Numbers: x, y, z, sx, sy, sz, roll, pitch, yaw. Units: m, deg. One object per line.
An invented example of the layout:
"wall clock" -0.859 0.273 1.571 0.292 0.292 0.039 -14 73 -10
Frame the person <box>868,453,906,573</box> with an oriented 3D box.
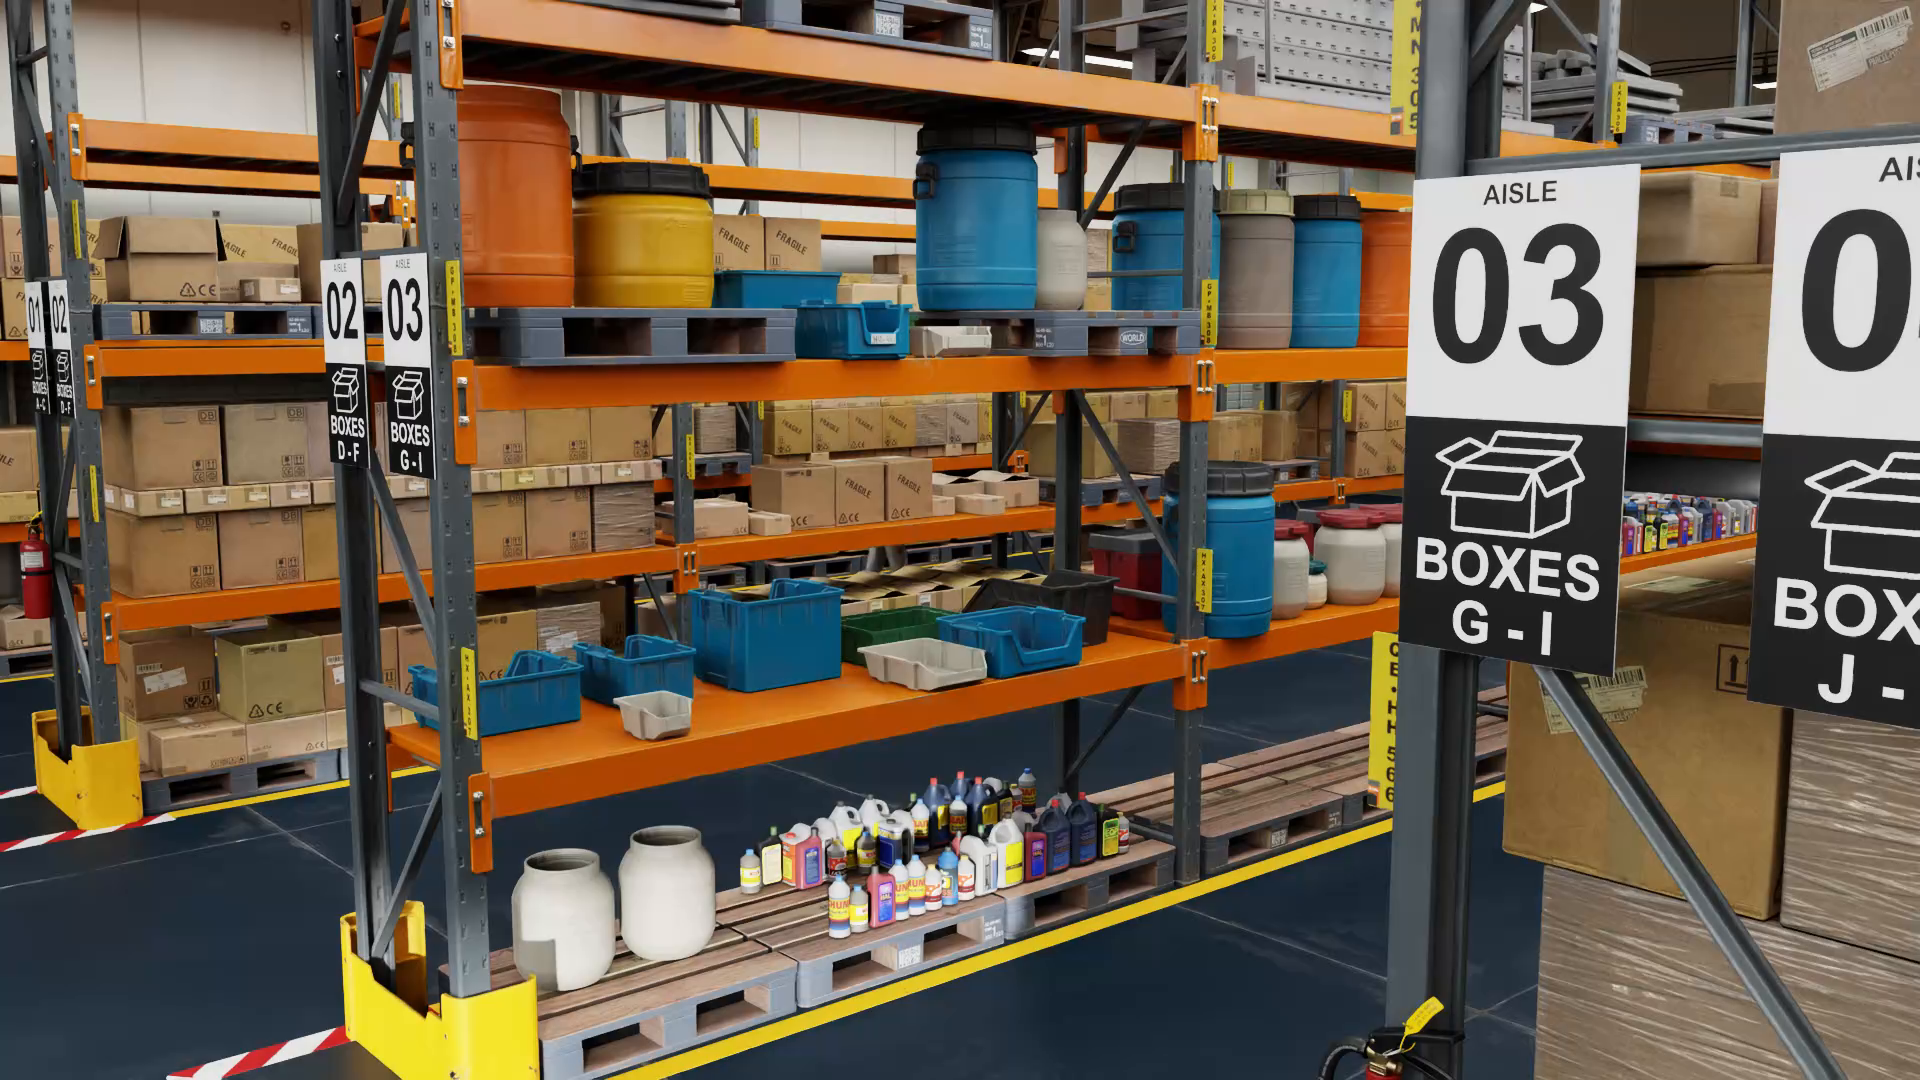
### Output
"person" -0.752 -0.031 16.515 0.683 1.671 0.458 -5 9 -34
